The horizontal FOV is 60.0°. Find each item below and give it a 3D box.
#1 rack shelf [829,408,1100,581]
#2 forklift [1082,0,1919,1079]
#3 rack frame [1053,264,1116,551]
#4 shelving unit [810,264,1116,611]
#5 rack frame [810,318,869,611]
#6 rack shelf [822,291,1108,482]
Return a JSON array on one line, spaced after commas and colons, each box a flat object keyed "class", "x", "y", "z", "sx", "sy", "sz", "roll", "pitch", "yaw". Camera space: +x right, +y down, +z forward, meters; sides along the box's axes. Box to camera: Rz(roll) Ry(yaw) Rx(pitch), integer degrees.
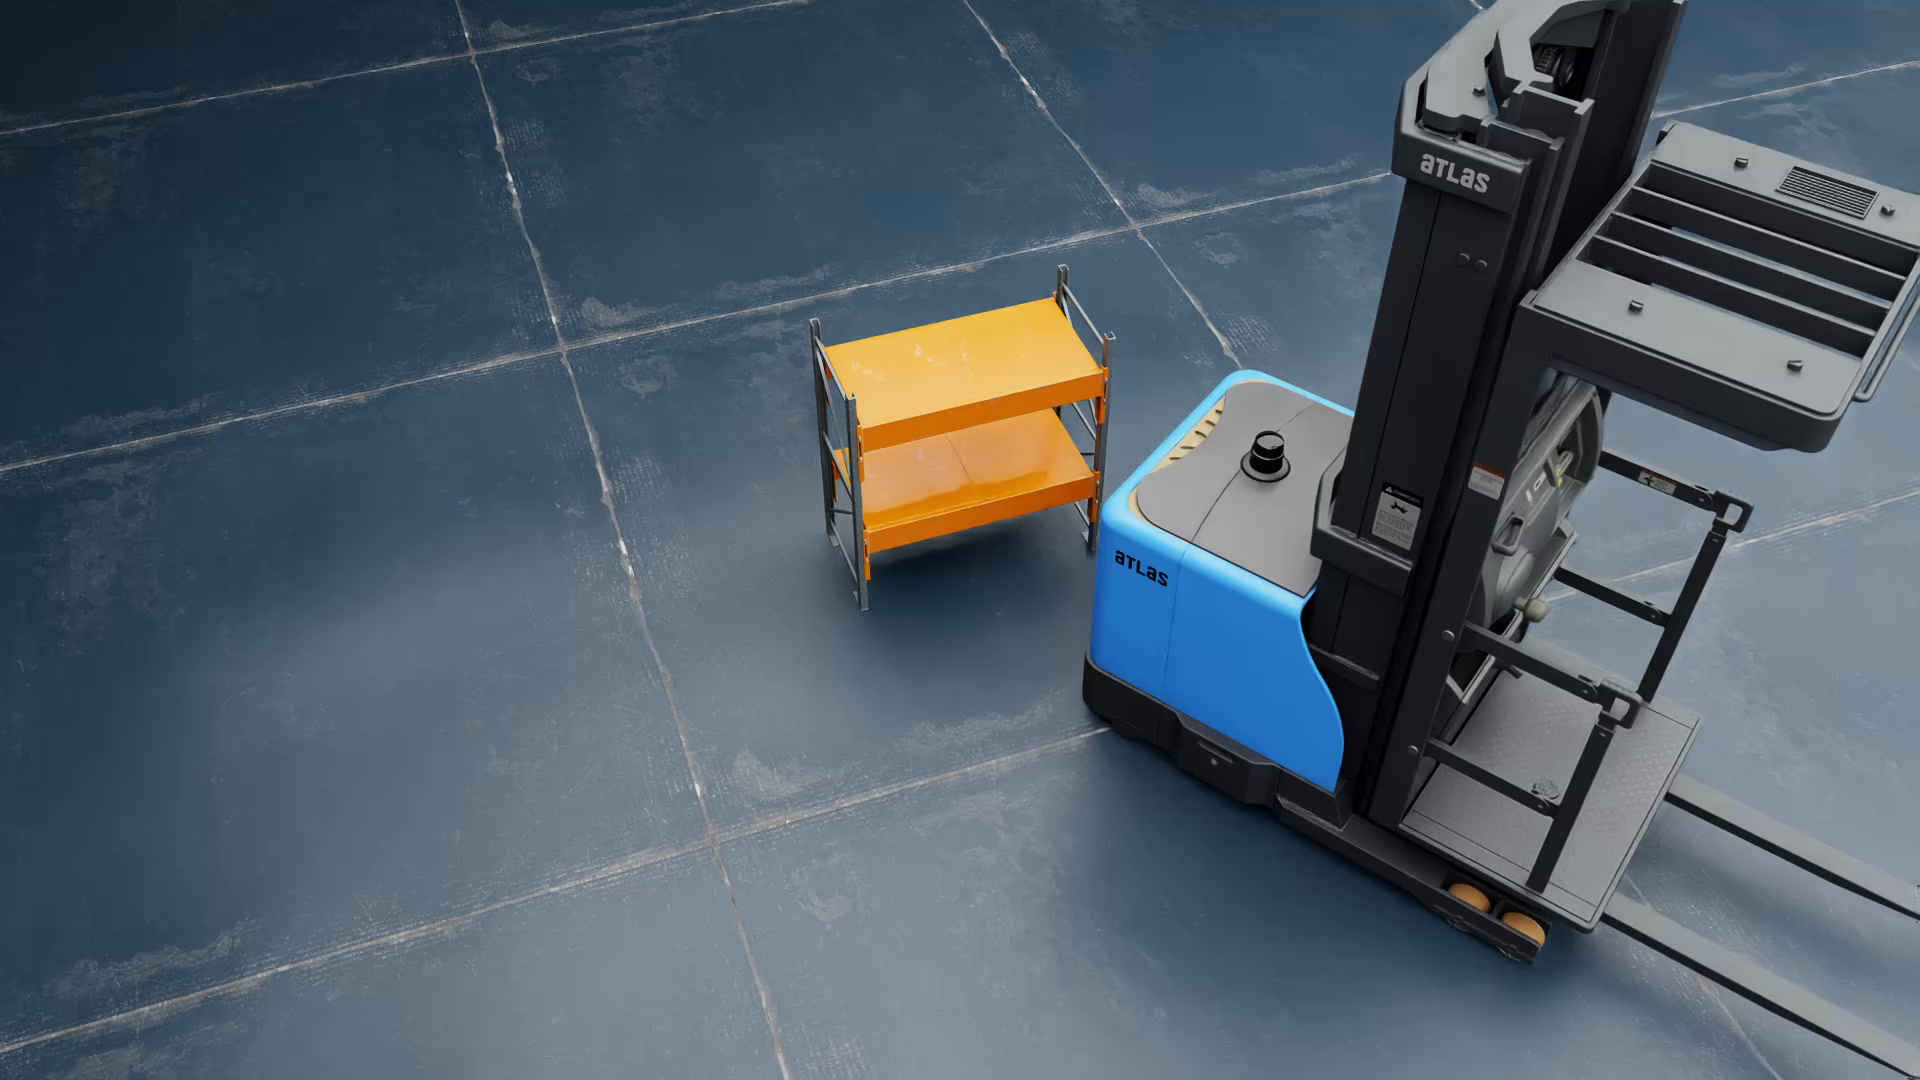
[{"class": "rack shelf", "x": 0.006, "y": -0.226, "z": 6.836, "sx": 1.000, "sy": 0.278, "sz": 0.538, "roll": -14, "pitch": 47, "yaw": -14}, {"class": "forklift", "x": 1.956, "y": -0.043, "z": 5.033, "sx": 3.031, "sy": 2.935, "sz": 1.130, "roll": 27, "pitch": 51, "yaw": 25}, {"class": "rack frame", "x": 0.484, "y": -0.521, "z": 6.784, "sx": 0.032, "sy": 1.125, "sz": 0.500, "roll": -14, "pitch": 47, "yaw": -14}, {"class": "shelving unit", "x": 0.006, "y": -0.399, "z": 6.662, "sx": 1.048, "sy": 1.125, "sz": 0.538, "roll": -14, "pitch": 47, "yaw": -14}, {"class": "rack frame", "x": -0.472, "y": -0.276, "z": 6.541, "sx": 0.032, "sy": 1.125, "sz": 0.500, "roll": -14, "pitch": 47, "yaw": -14}, {"class": "rack shelf", "x": 0.006, "y": -0.605, "z": 6.455, "sx": 1.000, "sy": 0.278, "sz": 0.538, "roll": -14, "pitch": 47, "yaw": -14}]
